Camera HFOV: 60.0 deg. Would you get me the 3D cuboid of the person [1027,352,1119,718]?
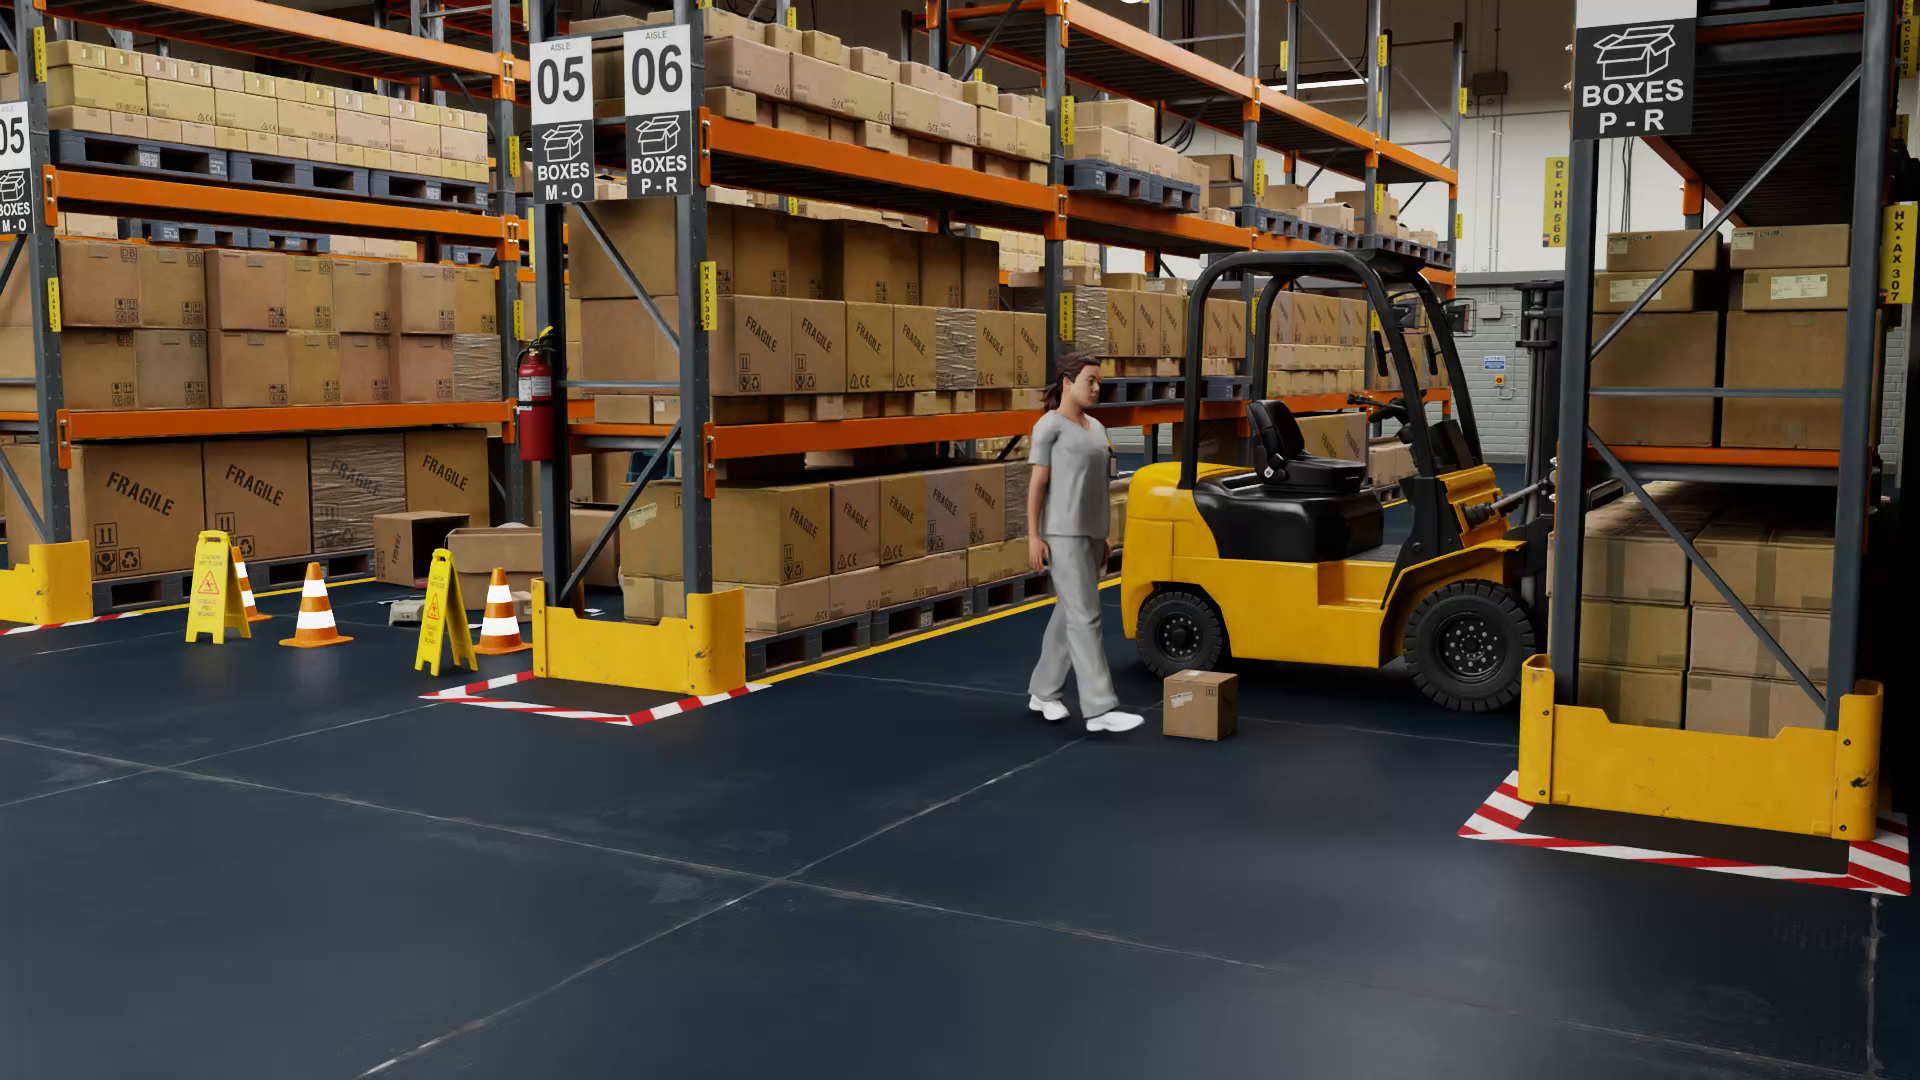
[{"bbox_3d":[0.522,-0.035,7.379,0.607,1.592,0.465,6,8,44],"label":"person"}]
